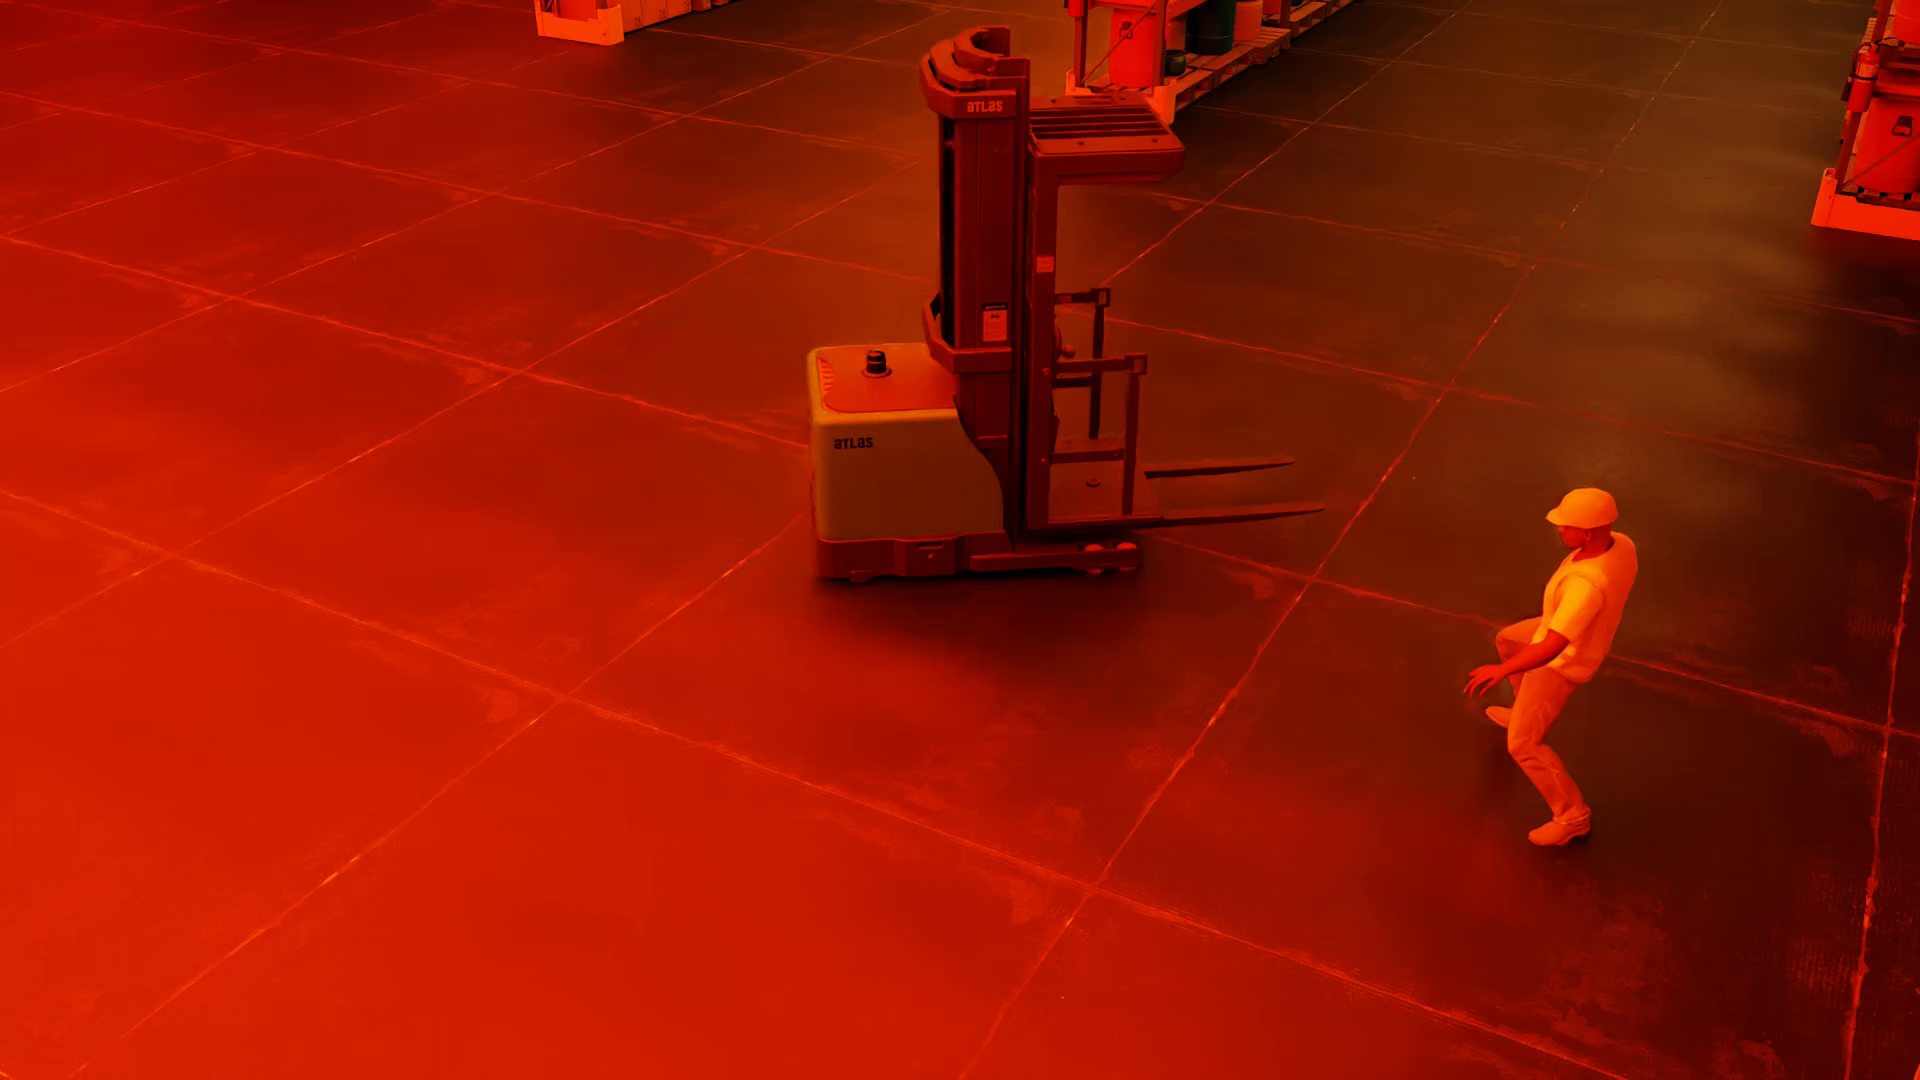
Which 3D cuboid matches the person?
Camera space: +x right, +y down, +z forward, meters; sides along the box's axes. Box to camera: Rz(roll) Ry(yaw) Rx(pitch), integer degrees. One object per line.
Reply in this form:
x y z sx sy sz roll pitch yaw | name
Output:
2.721 0.483 7.573 0.699 1.632 1.022 19 35 29 | person

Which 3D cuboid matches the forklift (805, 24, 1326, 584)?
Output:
0.632 -1.335 9.383 3.031 2.935 1.130 -4 30 -6 | forklift
